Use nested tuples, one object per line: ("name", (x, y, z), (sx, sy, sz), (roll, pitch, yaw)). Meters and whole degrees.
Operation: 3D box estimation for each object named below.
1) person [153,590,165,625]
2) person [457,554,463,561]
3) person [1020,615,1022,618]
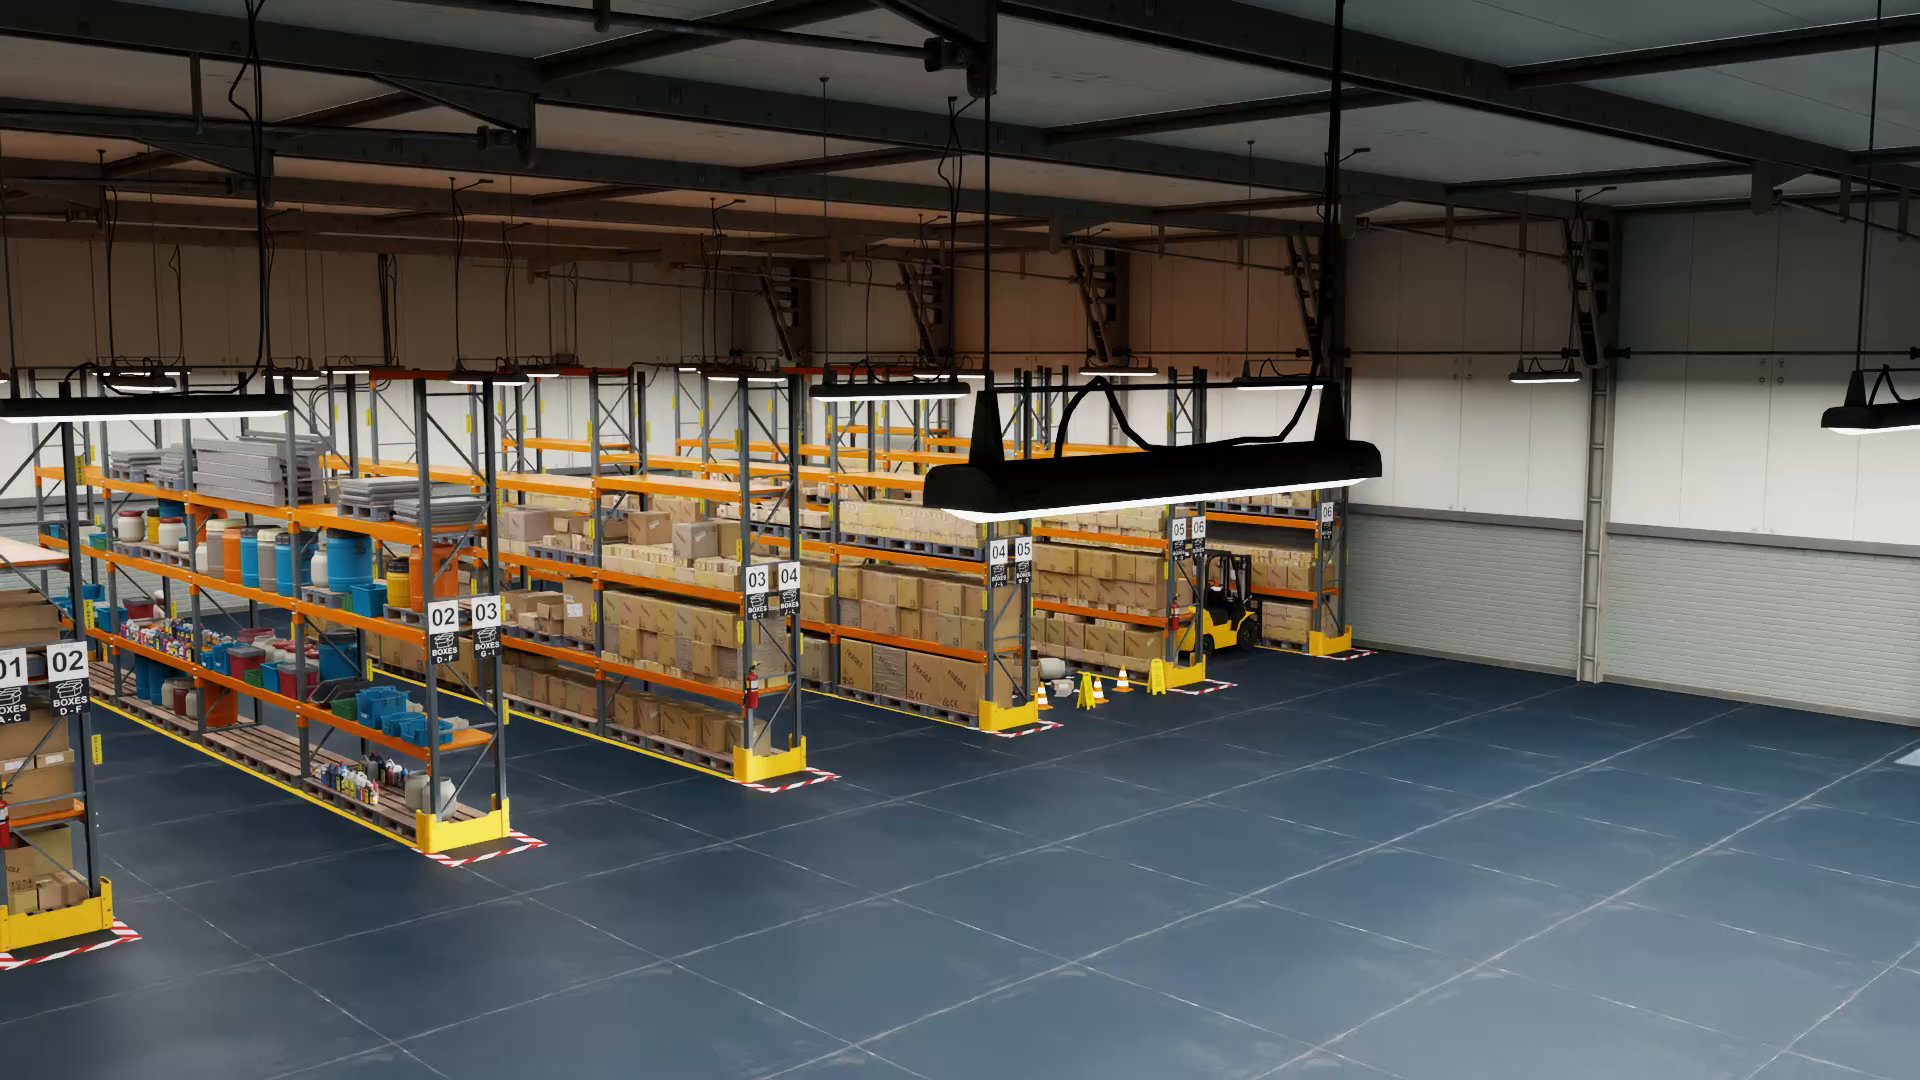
("person", (-15.318, 1.832, 32.132), (0.598, 1.757, 0.624), (4, 7, 29))
("person", (-11.791, 1.102, 39.069), (0.403, 1.659, 0.519), (-3, 7, -27))
("person", (1.096, 1.084, 39.341), (0.832, 1.552, 0.416), (4, 8, 34))
